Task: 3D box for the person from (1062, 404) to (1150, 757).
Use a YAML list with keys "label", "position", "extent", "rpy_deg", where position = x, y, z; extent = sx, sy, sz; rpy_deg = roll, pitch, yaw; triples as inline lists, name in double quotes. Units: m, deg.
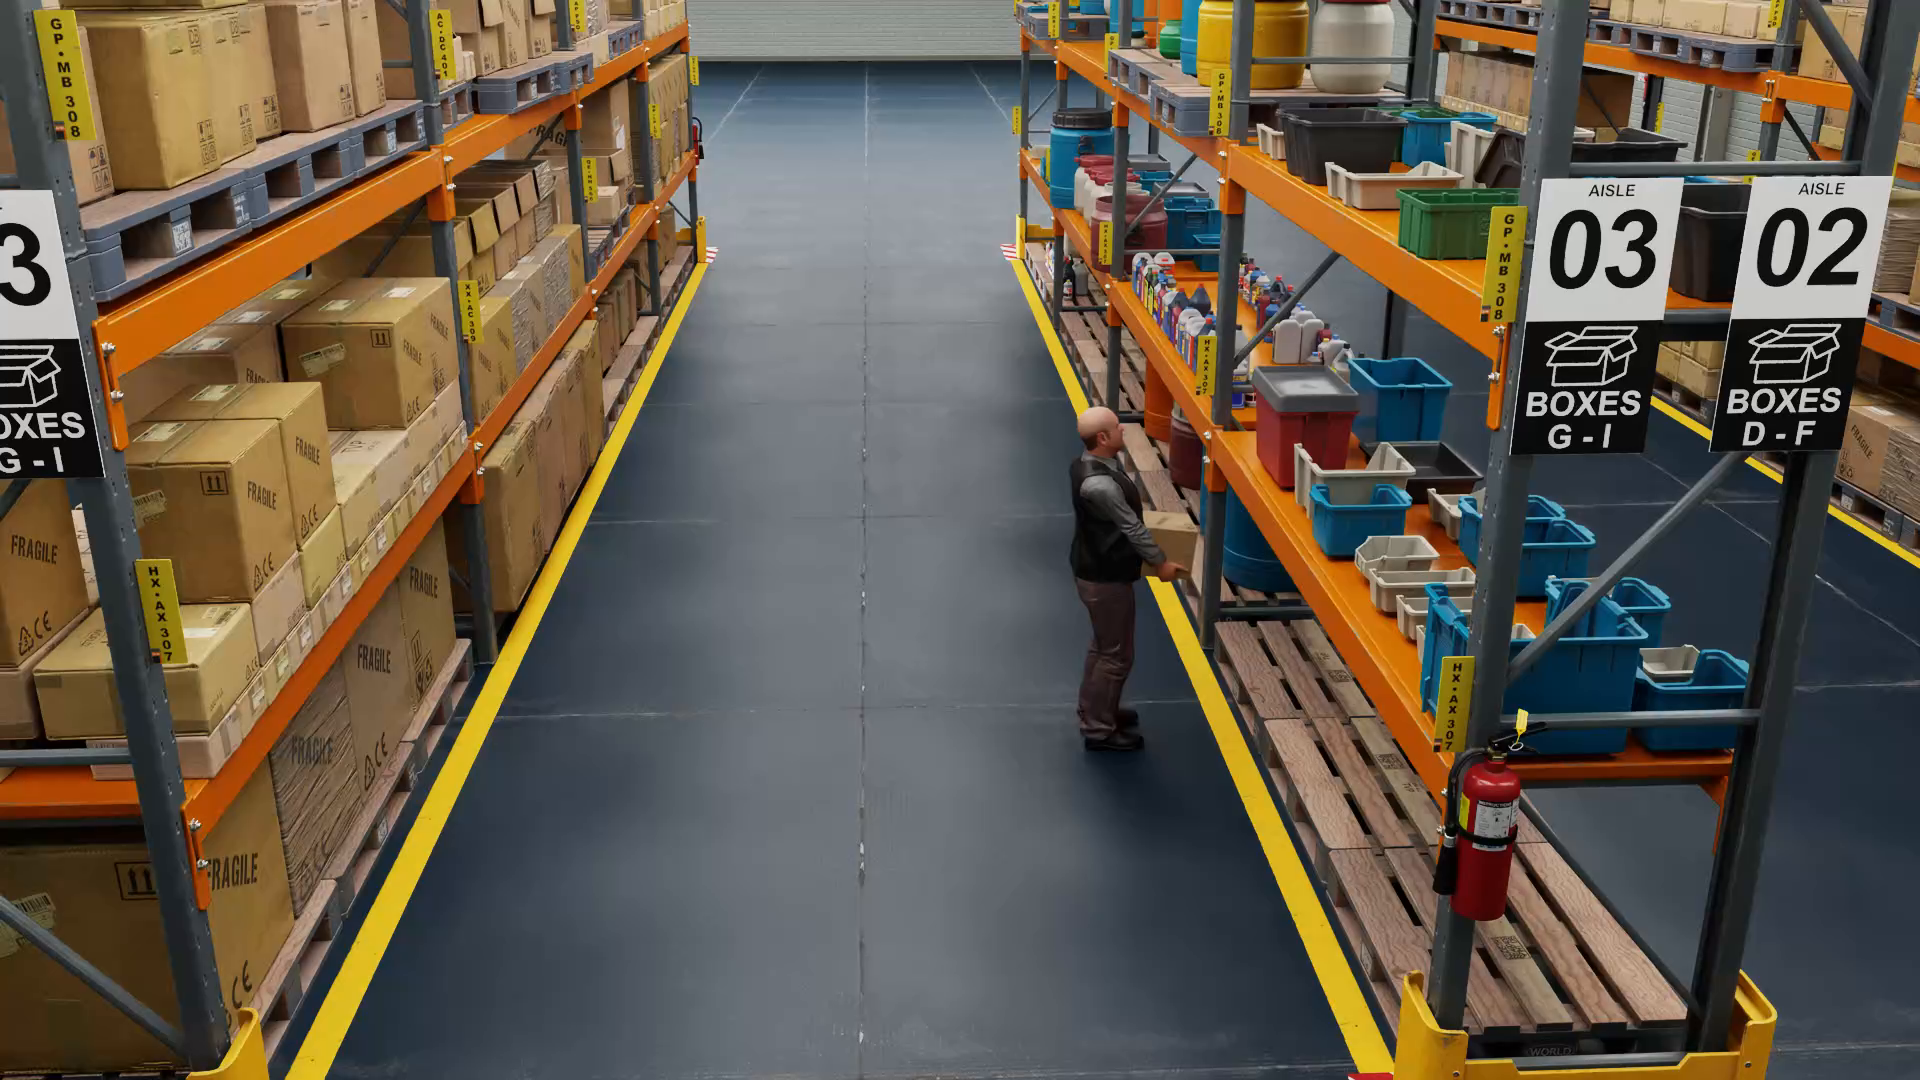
- label: "person"
  position: [0.713, 0.174, 8.138]
  extent: [0.427, 1.722, 0.568]
  rpy_deg: [-2, 20, -5]
